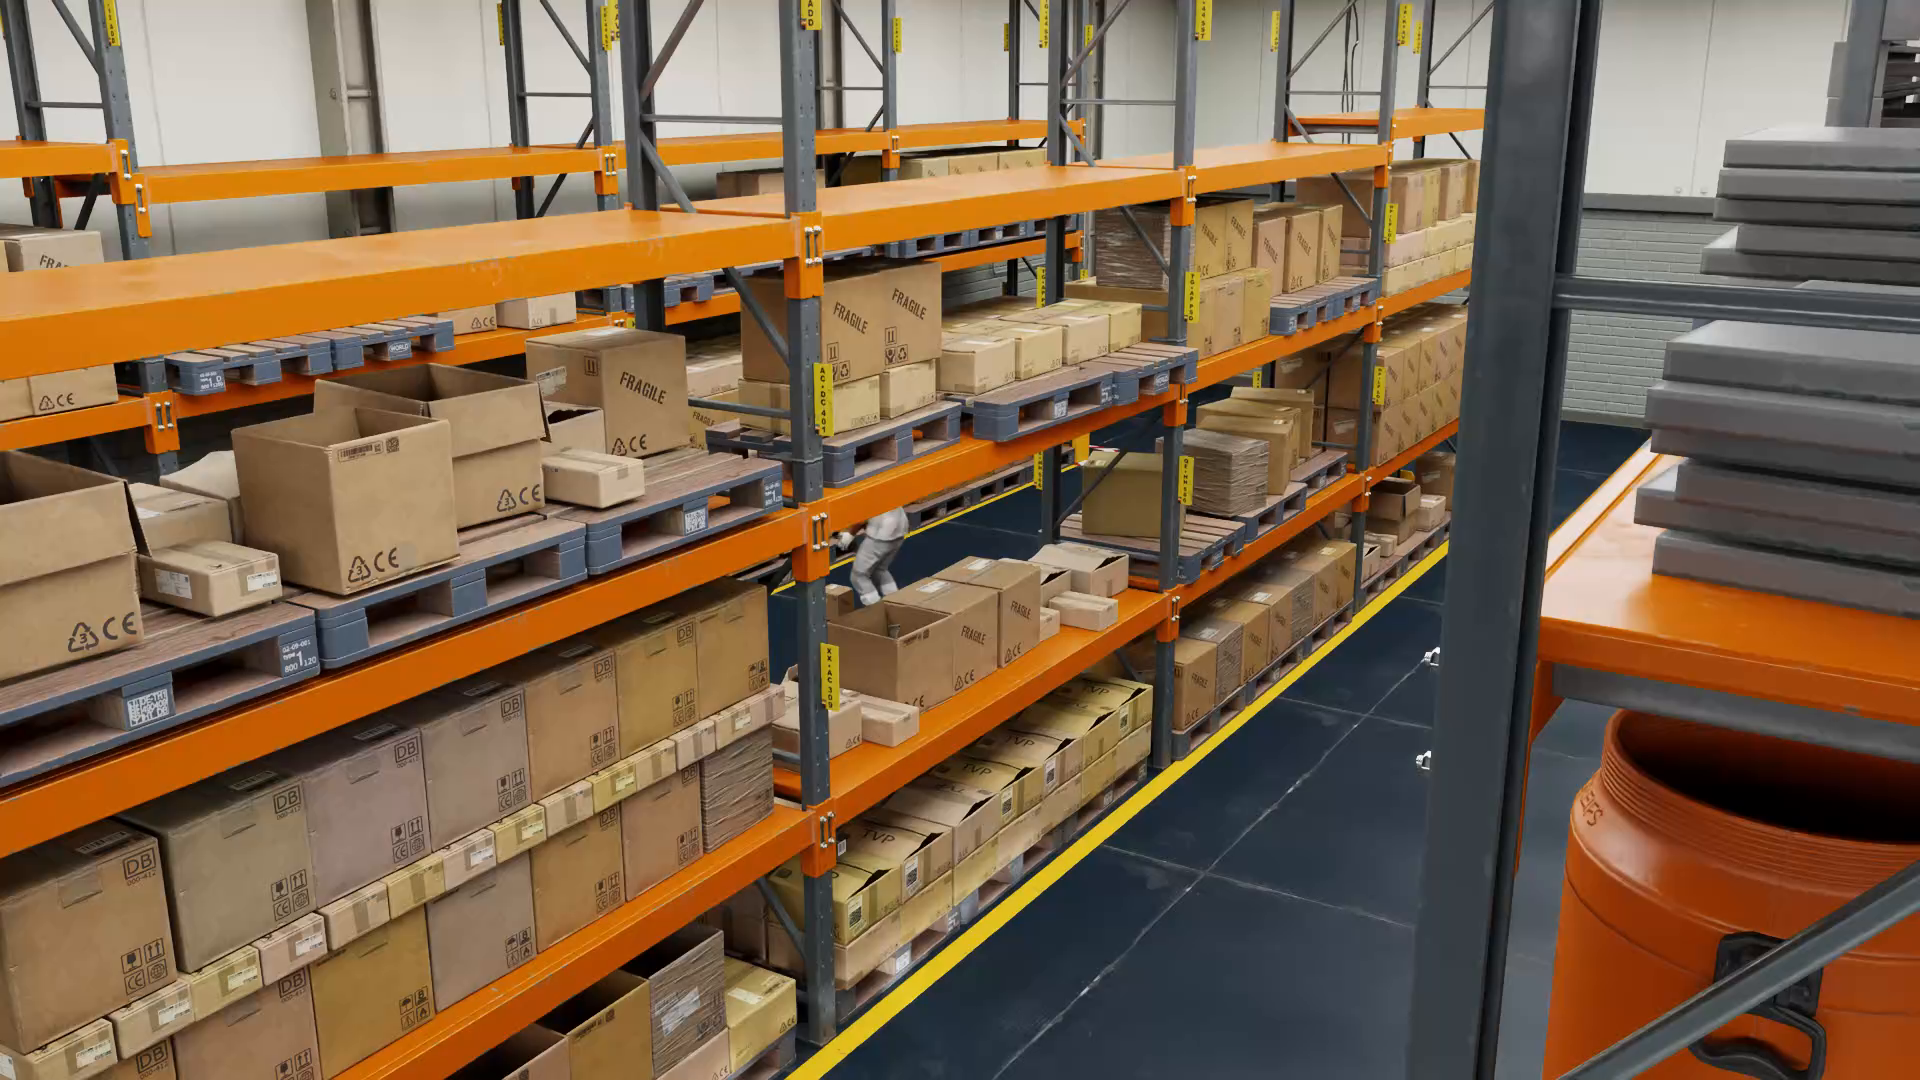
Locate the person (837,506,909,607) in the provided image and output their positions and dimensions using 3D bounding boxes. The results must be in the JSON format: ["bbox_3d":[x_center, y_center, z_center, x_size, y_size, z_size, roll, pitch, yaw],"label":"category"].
[{"bbox_3d":[-0.751,-0.046,14.376,0.558,1.666,0.560,10,19,31],"label":"person"}]
